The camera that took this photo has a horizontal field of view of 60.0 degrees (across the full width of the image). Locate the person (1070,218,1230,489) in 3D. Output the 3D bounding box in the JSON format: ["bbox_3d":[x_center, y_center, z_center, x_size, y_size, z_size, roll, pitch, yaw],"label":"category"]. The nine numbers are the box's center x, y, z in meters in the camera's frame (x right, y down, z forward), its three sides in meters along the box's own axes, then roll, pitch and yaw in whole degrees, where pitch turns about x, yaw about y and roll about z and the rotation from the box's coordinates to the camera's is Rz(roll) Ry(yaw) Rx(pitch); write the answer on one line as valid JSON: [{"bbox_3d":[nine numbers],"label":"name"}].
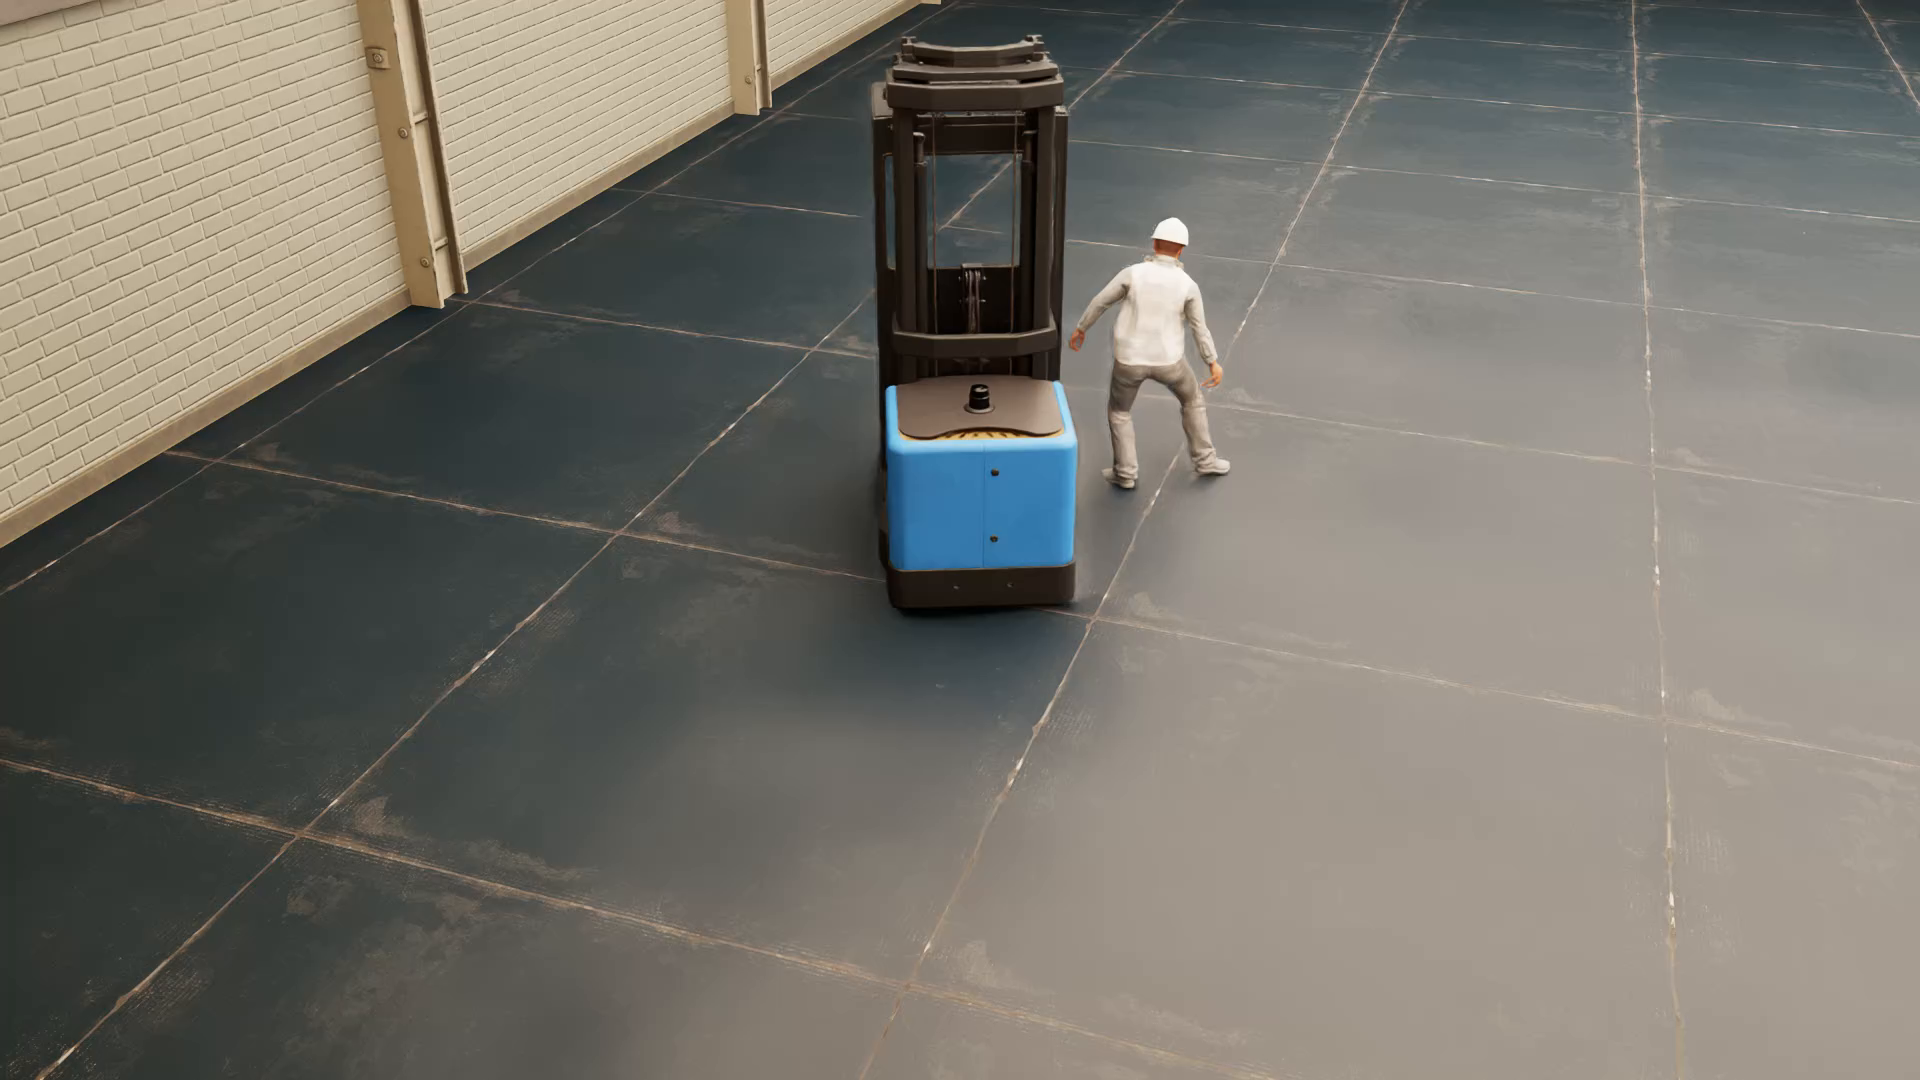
[{"bbox_3d":[1.224,-1.165,10.447,1.072,1.711,0.502,3,30,4],"label":"person"}]

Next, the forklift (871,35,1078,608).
[{"bbox_3d":[0.042,-1.591,9.928,1.130,2.935,3.031,-2,30,-3],"label":"forklift"}]
